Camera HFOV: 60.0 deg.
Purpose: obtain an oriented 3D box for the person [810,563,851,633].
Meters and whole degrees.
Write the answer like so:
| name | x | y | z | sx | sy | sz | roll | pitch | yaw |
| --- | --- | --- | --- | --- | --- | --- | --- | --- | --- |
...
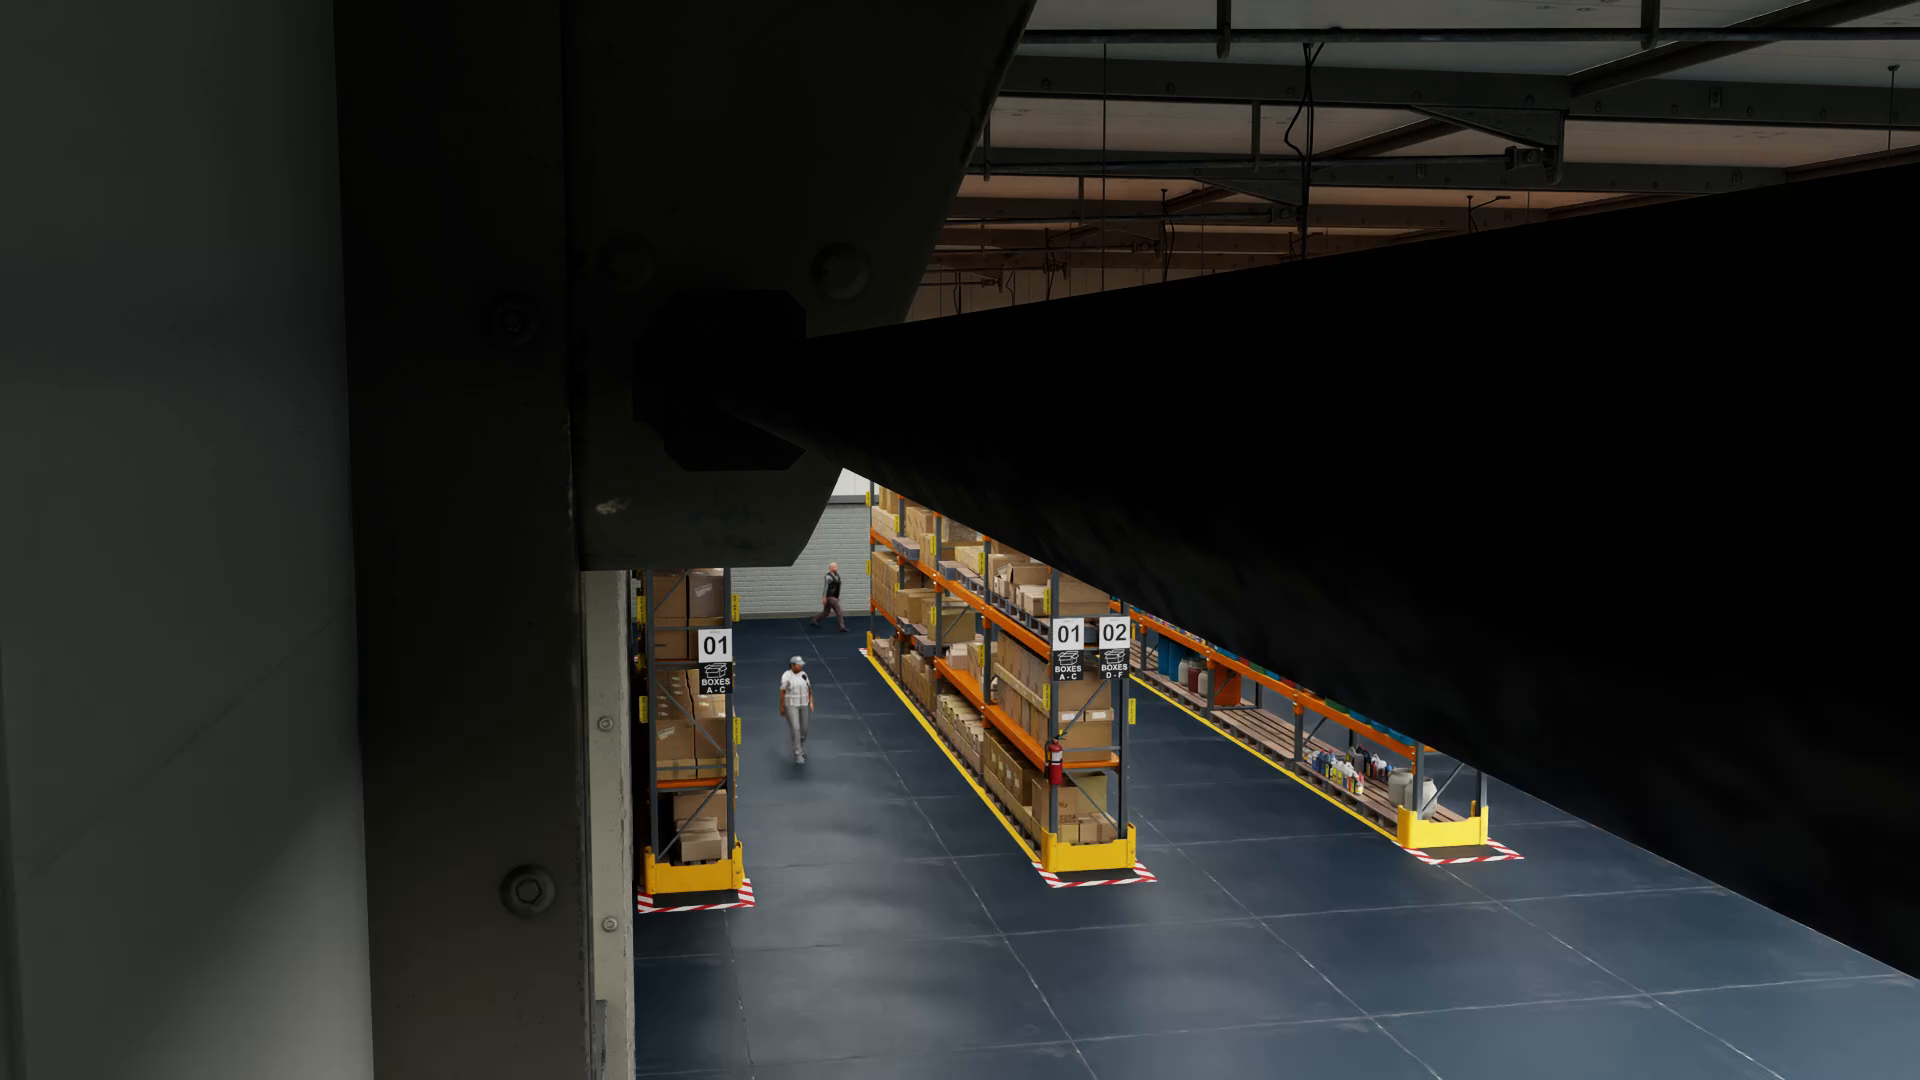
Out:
| name | x | y | z | sx | sy | sz | roll | pitch | yaw |
| --- | --- | --- | --- | --- | --- | --- | --- | --- | --- |
| person | -3.089 | 1.363 | 39.672 | 1.076 | 1.671 | 0.519 | 1 | 6 | 10 |

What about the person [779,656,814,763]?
| name | x | y | z | sx | sy | sz | roll | pitch | yaw |
| --- | --- | --- | --- | --- | --- | --- | --- | --- | --- |
| person | -2.582 | 2.726 | 26.921 | 0.509 | 1.656 | 0.736 | -4 | 7 | -35 |
